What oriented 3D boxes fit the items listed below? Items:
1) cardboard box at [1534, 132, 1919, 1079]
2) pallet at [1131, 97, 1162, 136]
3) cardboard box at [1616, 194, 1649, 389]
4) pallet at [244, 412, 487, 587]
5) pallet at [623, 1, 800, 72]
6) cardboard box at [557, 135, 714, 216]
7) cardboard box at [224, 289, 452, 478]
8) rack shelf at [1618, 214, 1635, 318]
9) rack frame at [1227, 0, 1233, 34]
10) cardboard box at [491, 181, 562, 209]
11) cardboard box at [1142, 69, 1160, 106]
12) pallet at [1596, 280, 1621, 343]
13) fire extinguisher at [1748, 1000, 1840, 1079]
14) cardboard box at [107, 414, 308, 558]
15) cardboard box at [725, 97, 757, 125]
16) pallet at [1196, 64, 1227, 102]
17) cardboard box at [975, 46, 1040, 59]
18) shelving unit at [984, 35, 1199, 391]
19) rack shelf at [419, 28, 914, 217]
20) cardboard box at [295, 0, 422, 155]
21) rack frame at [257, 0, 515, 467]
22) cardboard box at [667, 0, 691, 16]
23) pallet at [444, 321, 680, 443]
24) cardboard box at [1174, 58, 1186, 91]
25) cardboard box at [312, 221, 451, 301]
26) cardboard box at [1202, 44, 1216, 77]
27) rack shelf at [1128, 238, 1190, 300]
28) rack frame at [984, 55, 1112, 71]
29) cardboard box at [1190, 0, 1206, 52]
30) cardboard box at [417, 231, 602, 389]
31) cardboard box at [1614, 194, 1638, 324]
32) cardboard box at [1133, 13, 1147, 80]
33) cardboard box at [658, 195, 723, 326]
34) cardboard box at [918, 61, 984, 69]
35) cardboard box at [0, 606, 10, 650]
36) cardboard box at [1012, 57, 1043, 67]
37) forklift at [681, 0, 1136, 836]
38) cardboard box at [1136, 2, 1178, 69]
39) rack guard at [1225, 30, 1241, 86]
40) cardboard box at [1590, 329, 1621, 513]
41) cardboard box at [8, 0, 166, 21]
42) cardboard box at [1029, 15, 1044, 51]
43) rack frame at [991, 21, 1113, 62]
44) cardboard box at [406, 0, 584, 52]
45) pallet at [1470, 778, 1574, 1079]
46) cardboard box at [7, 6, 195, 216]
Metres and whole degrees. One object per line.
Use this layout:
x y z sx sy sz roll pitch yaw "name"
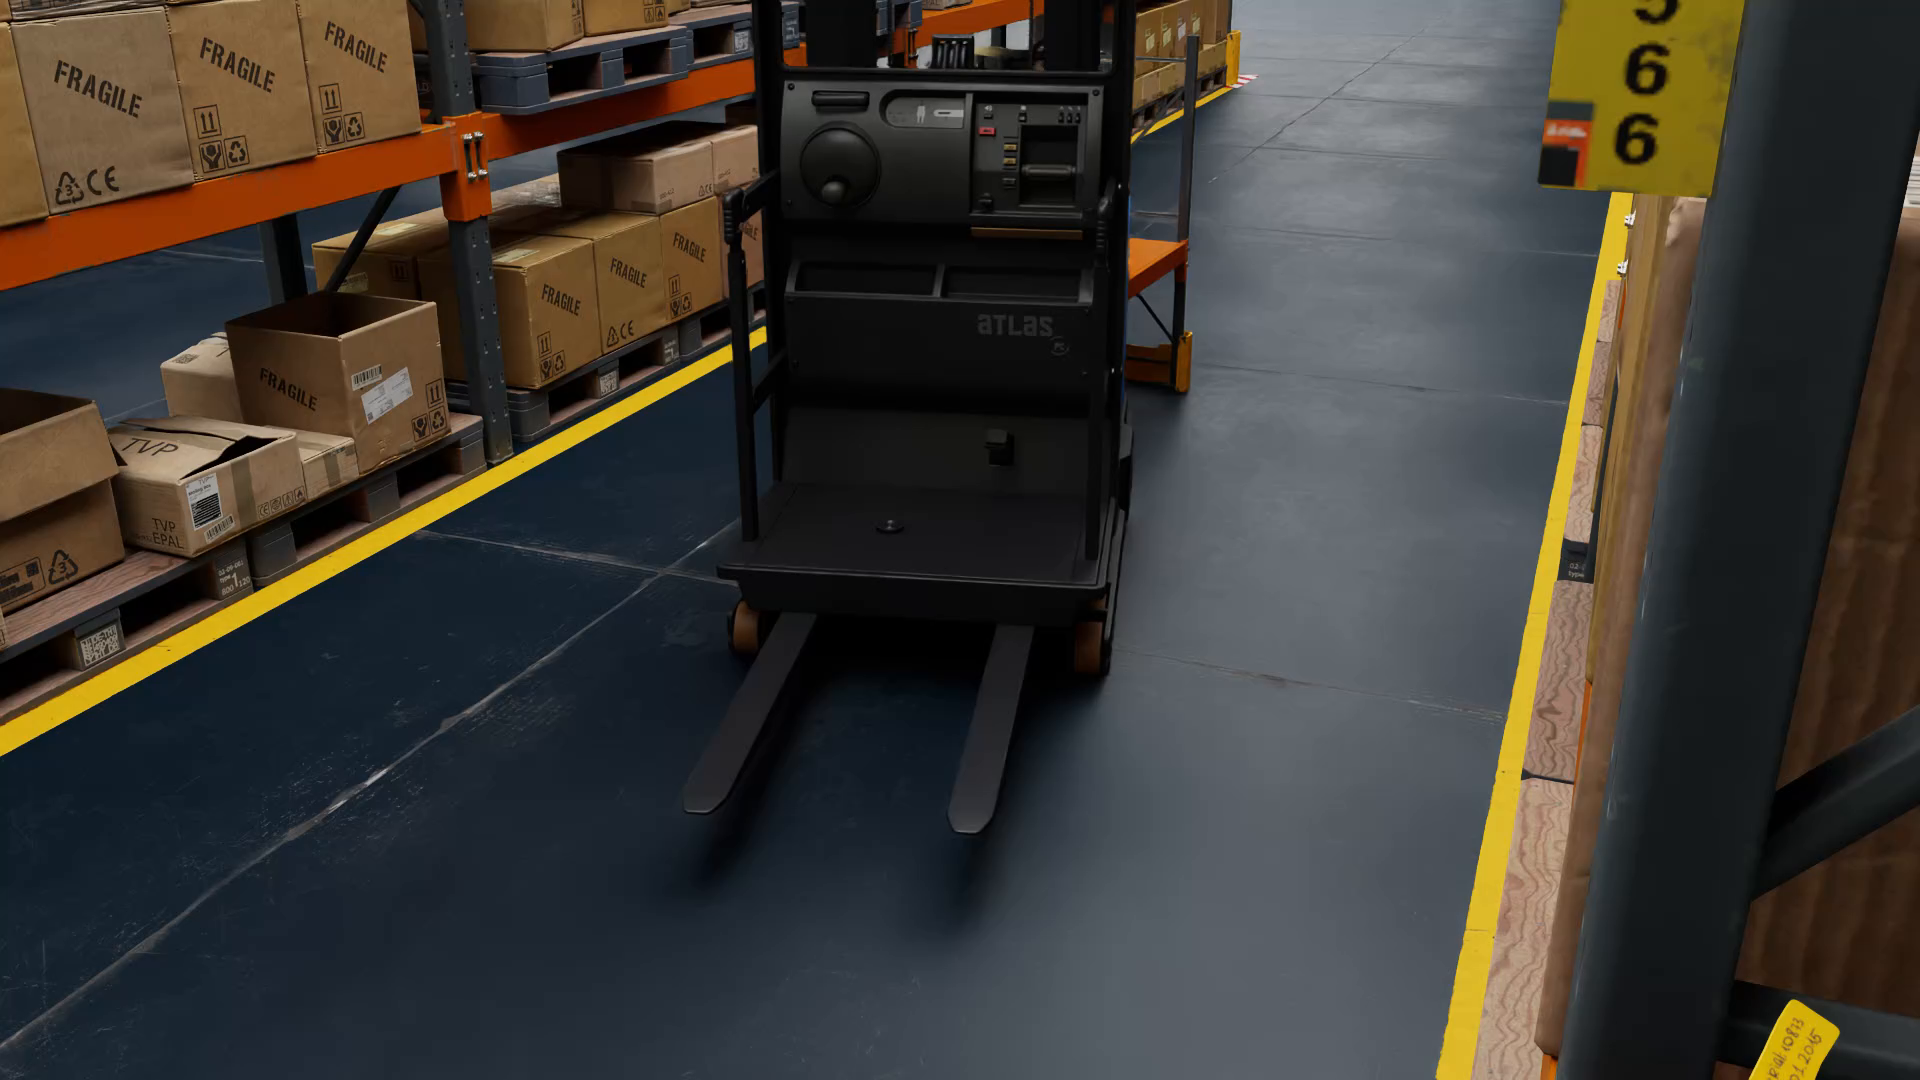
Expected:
1.058 0.057 1.333 0.980 0.700 0.700 10 25 22 "cardboard box"
1.069 -3.615 14.131 1.003 0.211 1.213 9 24 20 "pallet"
1.610 -0.477 2.611 0.980 0.700 0.700 8 24 17 "cardboard box"
-2.493 -0.228 6.022 1.003 0.211 1.213 9 24 20 "pallet"
-1.469 -2.407 7.869 1.003 0.211 1.213 9 24 20 "pallet"
-1.460 -1.652 7.513 0.500 0.250 0.500 9 24 20 "cardboard box"
-2.185 -0.565 5.884 0.500 0.500 0.500 9 24 20 "cardboard box"
3.107 -1.436 6.230 1.077 0.370 4.000 9 24 20 "rack shelf"
2.220 -6.055 16.353 1.000 3.000 0.127 9 24 20 "rack frame"
-1.942 -1.383 7.841 0.500 0.500 0.500 9 24 21 "cardboard box"
1.379 -3.849 14.095 0.500 0.250 0.500 9 24 20 "cardboard box"
3.487 -0.926 7.692 1.003 0.211 1.213 9 24 20 "pallet"
0.393 0.575 1.067 0.296 0.674 0.183 9 24 20 "fire extinguisher"
-2.464 -0.210 5.278 0.500 0.311 0.500 9 24 20 "cardboard box"
-0.898 -2.198 8.820 0.500 0.250 0.500 10 25 22 "cardboard box"
1.975 -4.488 16.221 1.003 0.211 1.213 9 24 20 "pallet"
0.350 -3.695 12.998 0.500 0.311 0.500 9 24 20 "cardboard box"
0.531 -1.230 6.748 0.587 1.500 1.083 10 25 23 "shelving unit"
-1.494 -2.144 7.925 1.077 0.370 4.000 9 24 20 "rack shelf"
-2.184 -1.591 5.537 0.500 0.500 0.500 9 24 21 "cardboard box"
-2.237 -1.760 6.072 1.000 3.000 0.127 9 24 20 "rack frame"
-1.638 -2.641 7.507 0.700 0.500 0.500 3 23 7 "cardboard box"
-1.970 -0.770 7.320 1.003 0.211 1.213 9 24 20 "pallet"
1.750 -4.207 14.952 0.500 0.250 0.500 9 24 20 "cardboard box"
-2.320 -1.027 6.990 0.500 0.500 0.500 9 24 20 "cardboard box"
2.121 -4.565 15.809 0.500 0.250 0.500 9 24 20 "cardboard box"
0.535 -1.067 6.825 0.538 0.185 1.000 10 25 23 "rack shelf"
0.323 -1.055 6.330 0.500 1.500 0.032 10 25 23 "rack frame"
1.940 -4.731 15.234 0.500 0.500 0.500 9 24 20 "cardboard box"
-1.831 -0.948 6.800 0.500 0.500 0.500 8 24 18 "cardboard box"
3.123 -1.129 6.805 0.750 0.750 0.750 9 24 20 "cardboard box"
1.198 -4.015 13.521 0.500 0.500 0.500 9 24 20 "cardboard box"
-1.451 -1.318 7.687 0.500 0.500 0.500 9 24 21 "cardboard box"
-0.032 -3.331 12.128 0.500 0.311 0.500 8 24 18 "cardboard box"
-2.886 0.225 4.316 0.500 0.250 0.500 9 24 20 "cardboard box"
0.663 -3.434 12.374 0.500 0.311 0.500 9 24 22 "cardboard box"
-0.082 -1.100 4.581 1.130 2.935 3.031 3 23 7 "forklift"
1.569 -4.373 14.377 0.500 0.500 0.500 9 24 20 "cardboard box"
2.229 -4.910 16.855 1.175 0.500 0.348 9 24 20 "rack guard"
2.484 -0.505 5.313 0.750 0.750 0.750 9 24 21 "cardboard box"
-2.560 -1.686 4.467 0.500 0.500 0.500 9 24 20 "cardboard box"
0.901 -4.269 14.127 0.500 0.500 0.500 9 24 20 "cardboard box"
0.735 -4.623 12.926 1.000 3.000 0.127 9 24 20 "rack frame"
-1.853 -2.138 6.301 0.700 0.500 0.500 1 23 2 "cardboard box"
1.557 0.933 3.242 1.003 0.211 1.213 9 24 20 "pallet"
-2.563 -1.222 4.654 0.500 0.500 0.500 9 24 21 "cardboard box"
